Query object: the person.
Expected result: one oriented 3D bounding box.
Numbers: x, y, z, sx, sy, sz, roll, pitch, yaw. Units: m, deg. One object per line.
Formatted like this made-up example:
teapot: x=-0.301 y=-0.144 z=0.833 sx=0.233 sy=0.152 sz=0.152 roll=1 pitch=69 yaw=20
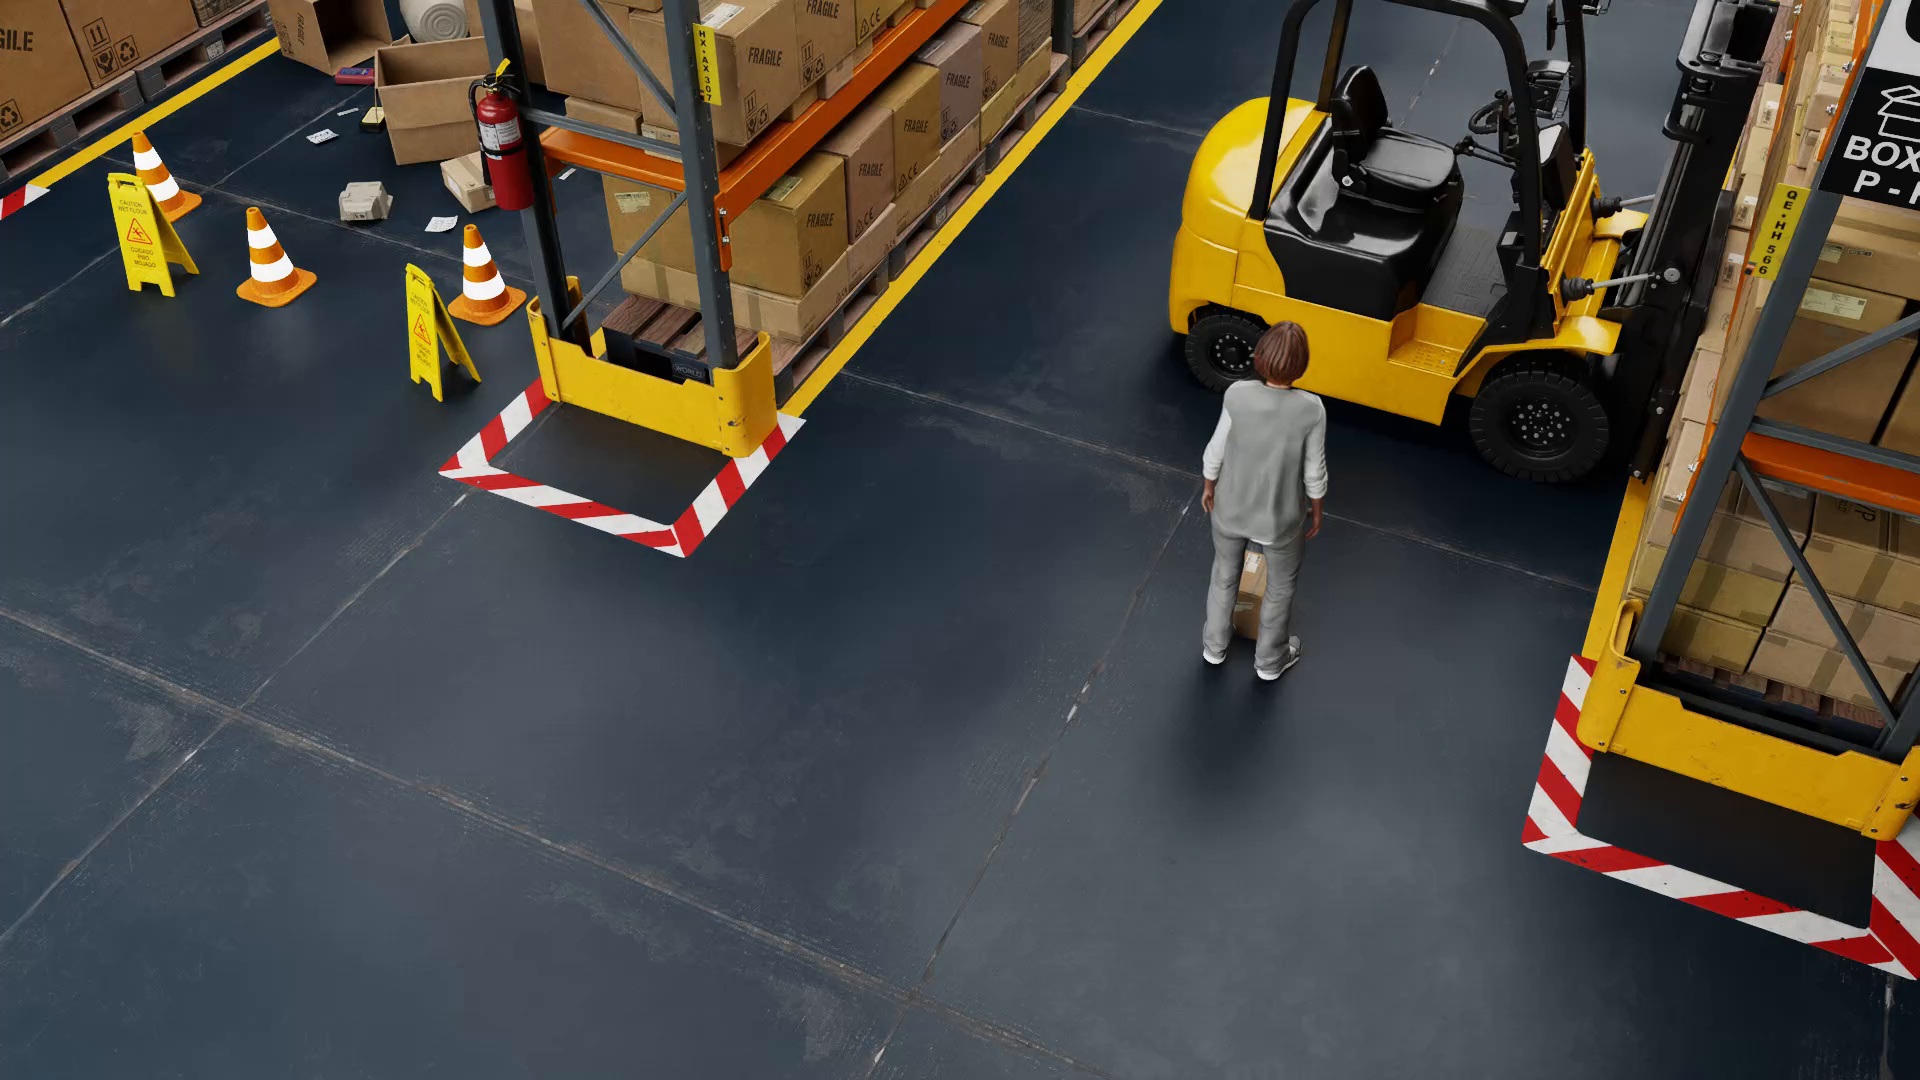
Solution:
person: x=1.139 y=-0.114 z=6.293 sx=0.480 sy=1.593 sz=0.344 roll=16 pitch=45 yaw=17
